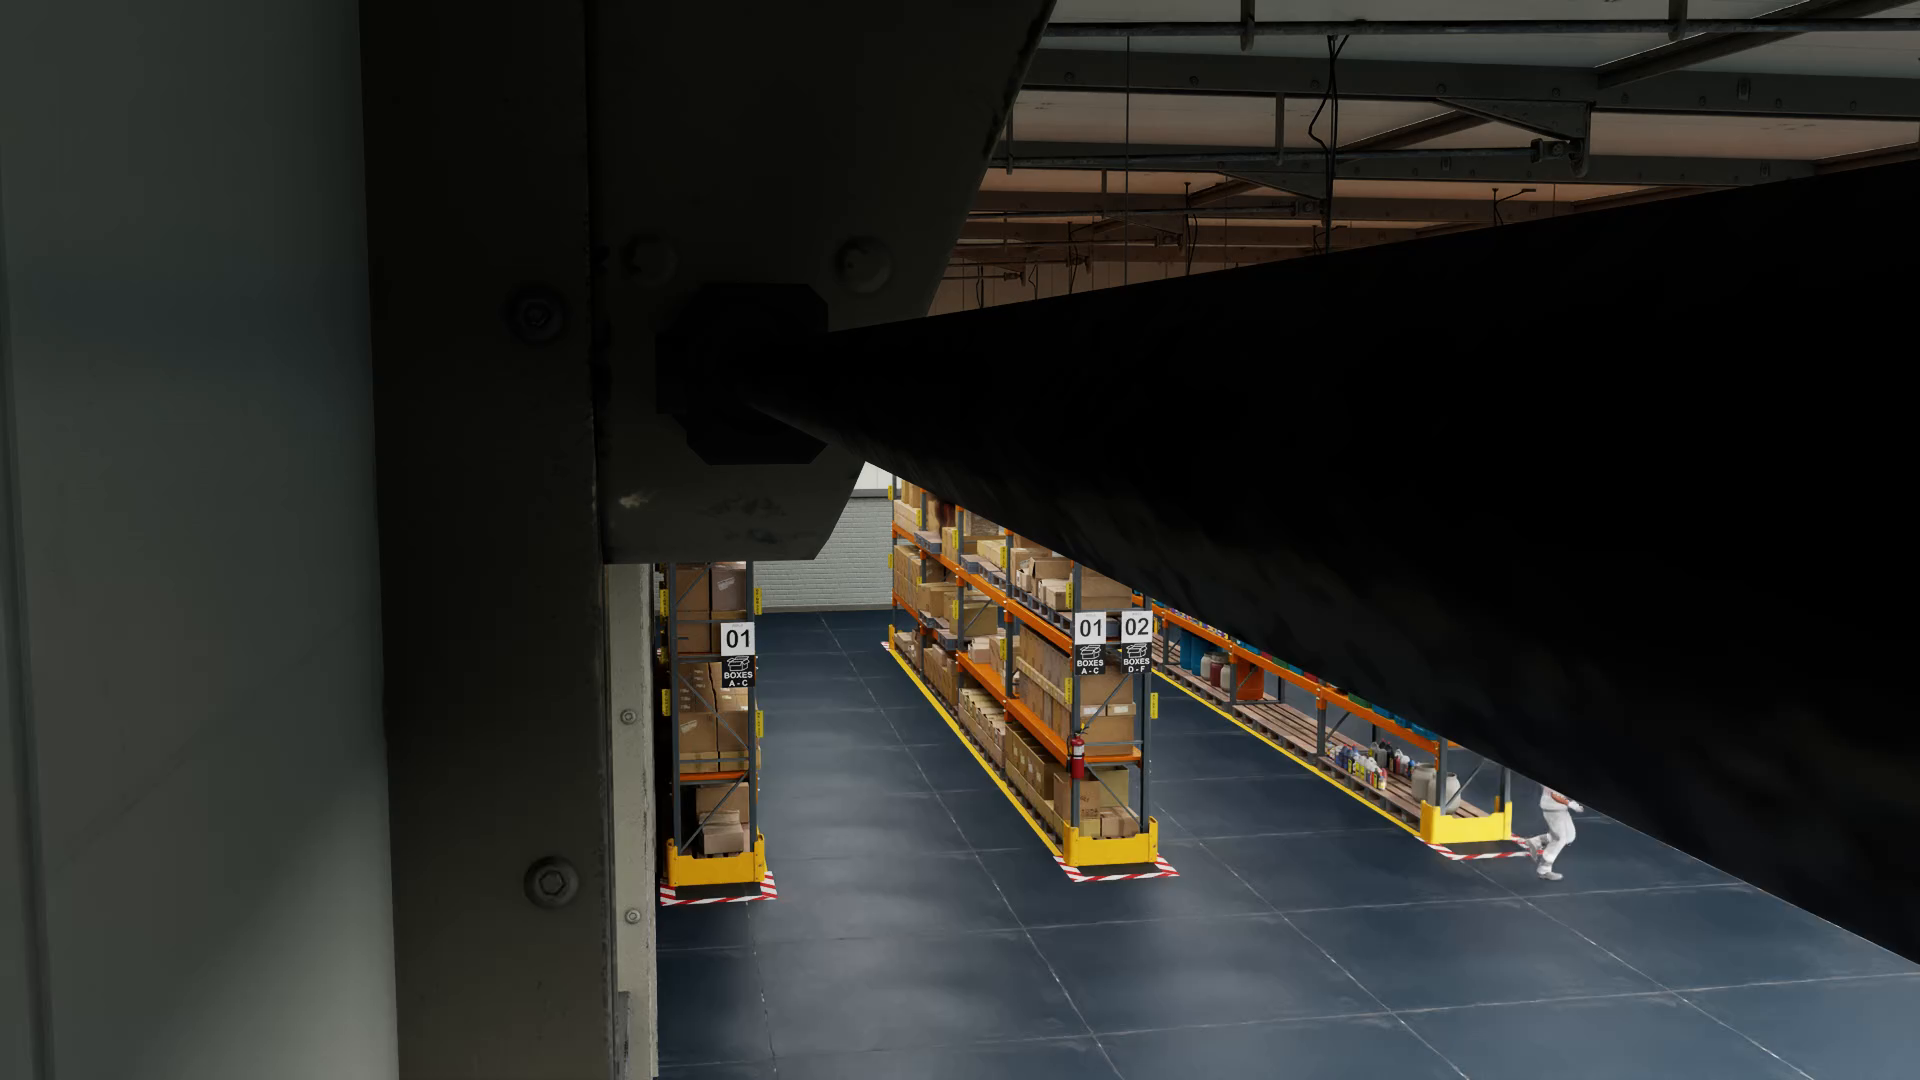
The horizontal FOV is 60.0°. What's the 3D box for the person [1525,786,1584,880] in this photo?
[{"bbox_3d":[7.281,3.279,20.337,0.675,1.744,0.684,3,7,24],"label":"person"}]
